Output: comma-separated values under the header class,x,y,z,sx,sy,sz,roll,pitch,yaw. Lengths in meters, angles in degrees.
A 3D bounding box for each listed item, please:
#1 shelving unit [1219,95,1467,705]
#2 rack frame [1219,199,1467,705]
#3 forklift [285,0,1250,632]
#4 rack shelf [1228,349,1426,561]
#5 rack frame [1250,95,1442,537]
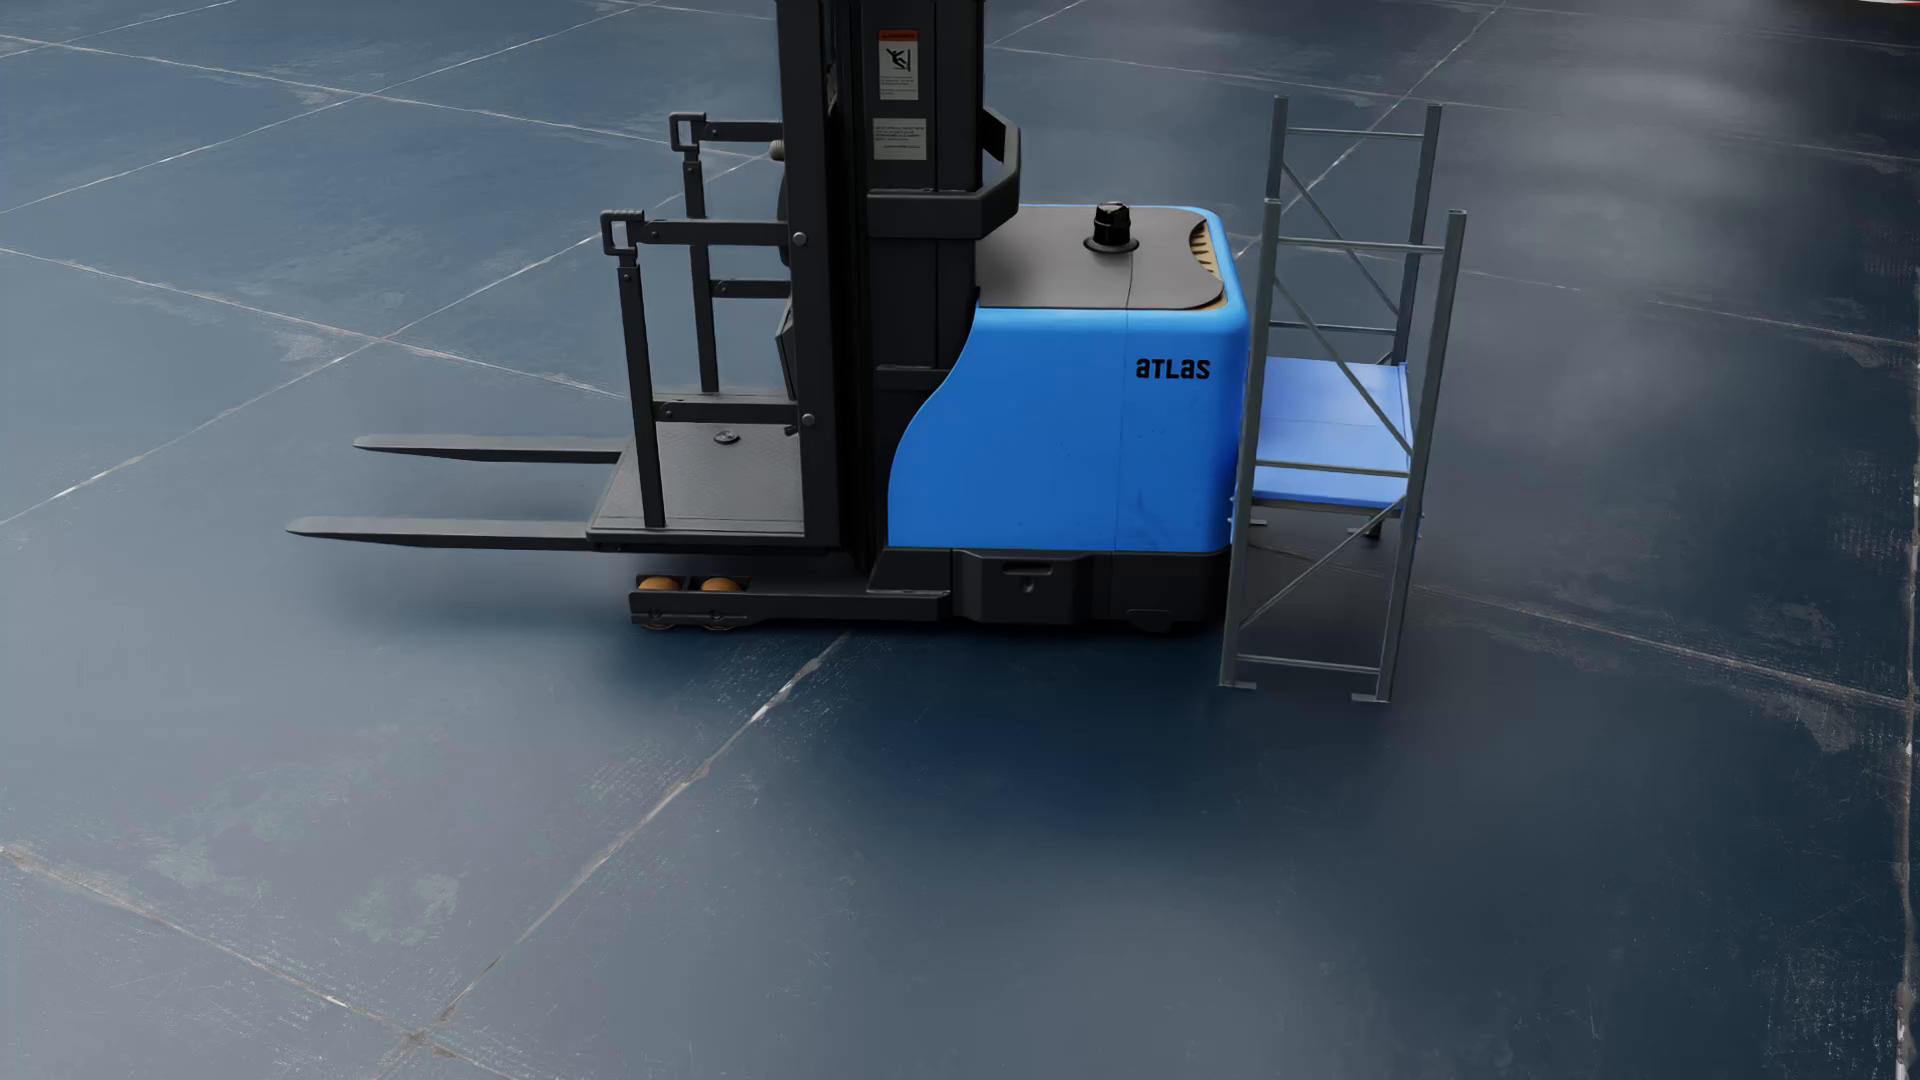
class,x,y,z,sx,sy,sz,roll,pitch,yaw
shelving unit,1.119,-0.443,5.015,0.538,1.500,1.048,5,30,9
rack frame,1.024,-0.194,4.582,0.500,1.500,0.032,5,30,9
forklift,-0.650,-1.244,4.974,3.031,2.935,1.130,1,30,2
rack shelf,1.119,-0.287,5.104,0.538,0.185,1.000,5,30,9
rack frame,1.214,-0.691,5.448,0.500,1.500,0.032,5,30,9
